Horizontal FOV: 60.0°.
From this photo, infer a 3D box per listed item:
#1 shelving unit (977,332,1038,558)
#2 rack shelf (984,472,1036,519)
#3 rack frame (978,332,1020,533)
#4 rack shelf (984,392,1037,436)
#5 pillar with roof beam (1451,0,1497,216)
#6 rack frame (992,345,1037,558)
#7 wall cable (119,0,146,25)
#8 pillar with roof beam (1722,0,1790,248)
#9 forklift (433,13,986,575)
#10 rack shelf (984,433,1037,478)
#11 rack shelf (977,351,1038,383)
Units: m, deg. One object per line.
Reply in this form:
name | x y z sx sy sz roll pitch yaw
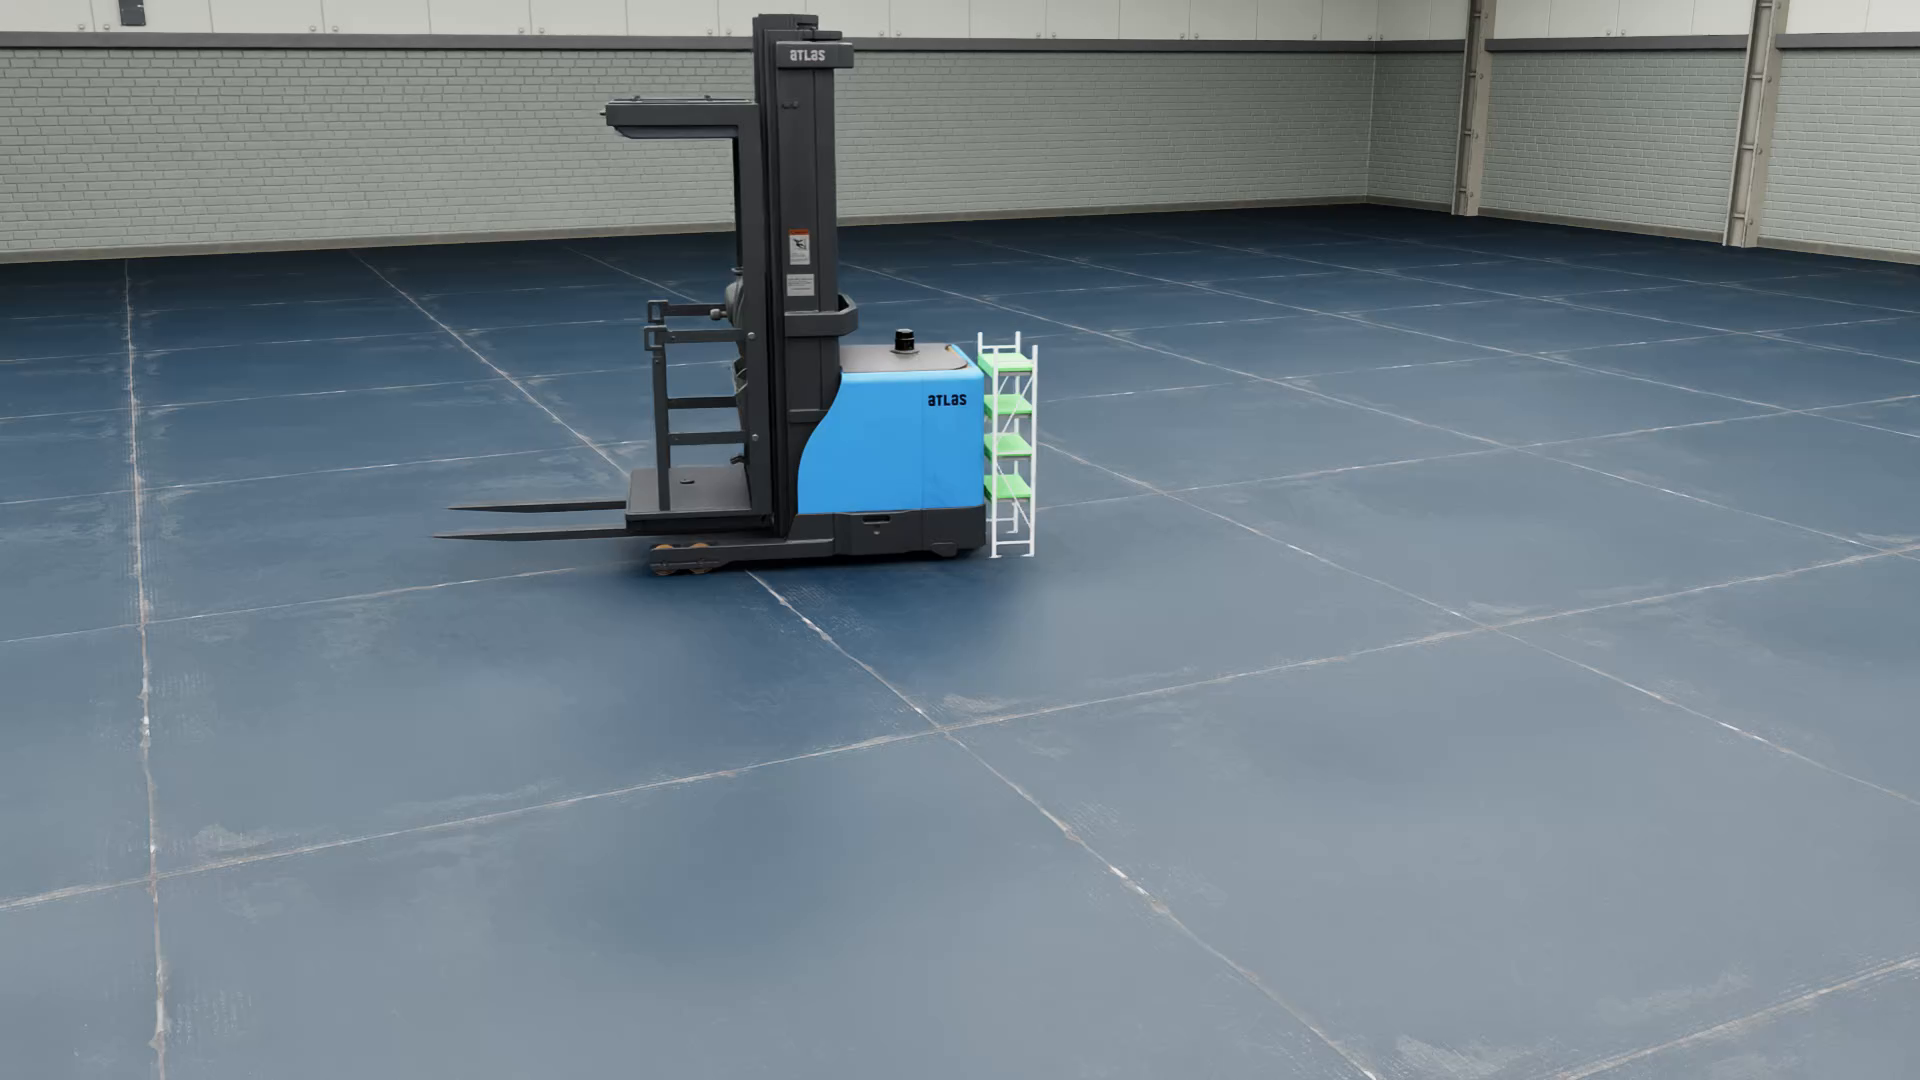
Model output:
shelving unit | 0.262 -0.550 9.490 0.258 1.200 0.503 -2 16 -9
rack shelf | 0.262 -0.258 9.574 0.258 0.148 0.480 -2 16 -9
rack frame | 0.223 -0.616 9.722 0.240 1.200 0.015 -2 16 -9
rack shelf | 0.263 -0.719 9.442 0.258 0.148 0.480 -2 16 -9
pillar with roof beam | 5.422 -9.788 27.545 9.100 9.000 0.400 -8 18 -25
rack frame | 0.302 -0.483 9.259 0.240 1.200 0.015 -2 16 -9
wall cable | -10.585 -10.170 22.711 2.305 6.003 0.169 -8 18 -25
pillar with roof beam | 8.051 -8.300 22.361 9.100 9.000 0.400 -8 18 -25
forklift | -1.418 -1.372 9.218 3.031 2.935 1.130 -3 16 -9
rack shelf | 0.262 -0.488 9.508 0.258 0.148 0.480 -2 16 -9
rack shelf | 0.264 -0.950 9.376 0.258 0.148 0.480 -2 16 -9
